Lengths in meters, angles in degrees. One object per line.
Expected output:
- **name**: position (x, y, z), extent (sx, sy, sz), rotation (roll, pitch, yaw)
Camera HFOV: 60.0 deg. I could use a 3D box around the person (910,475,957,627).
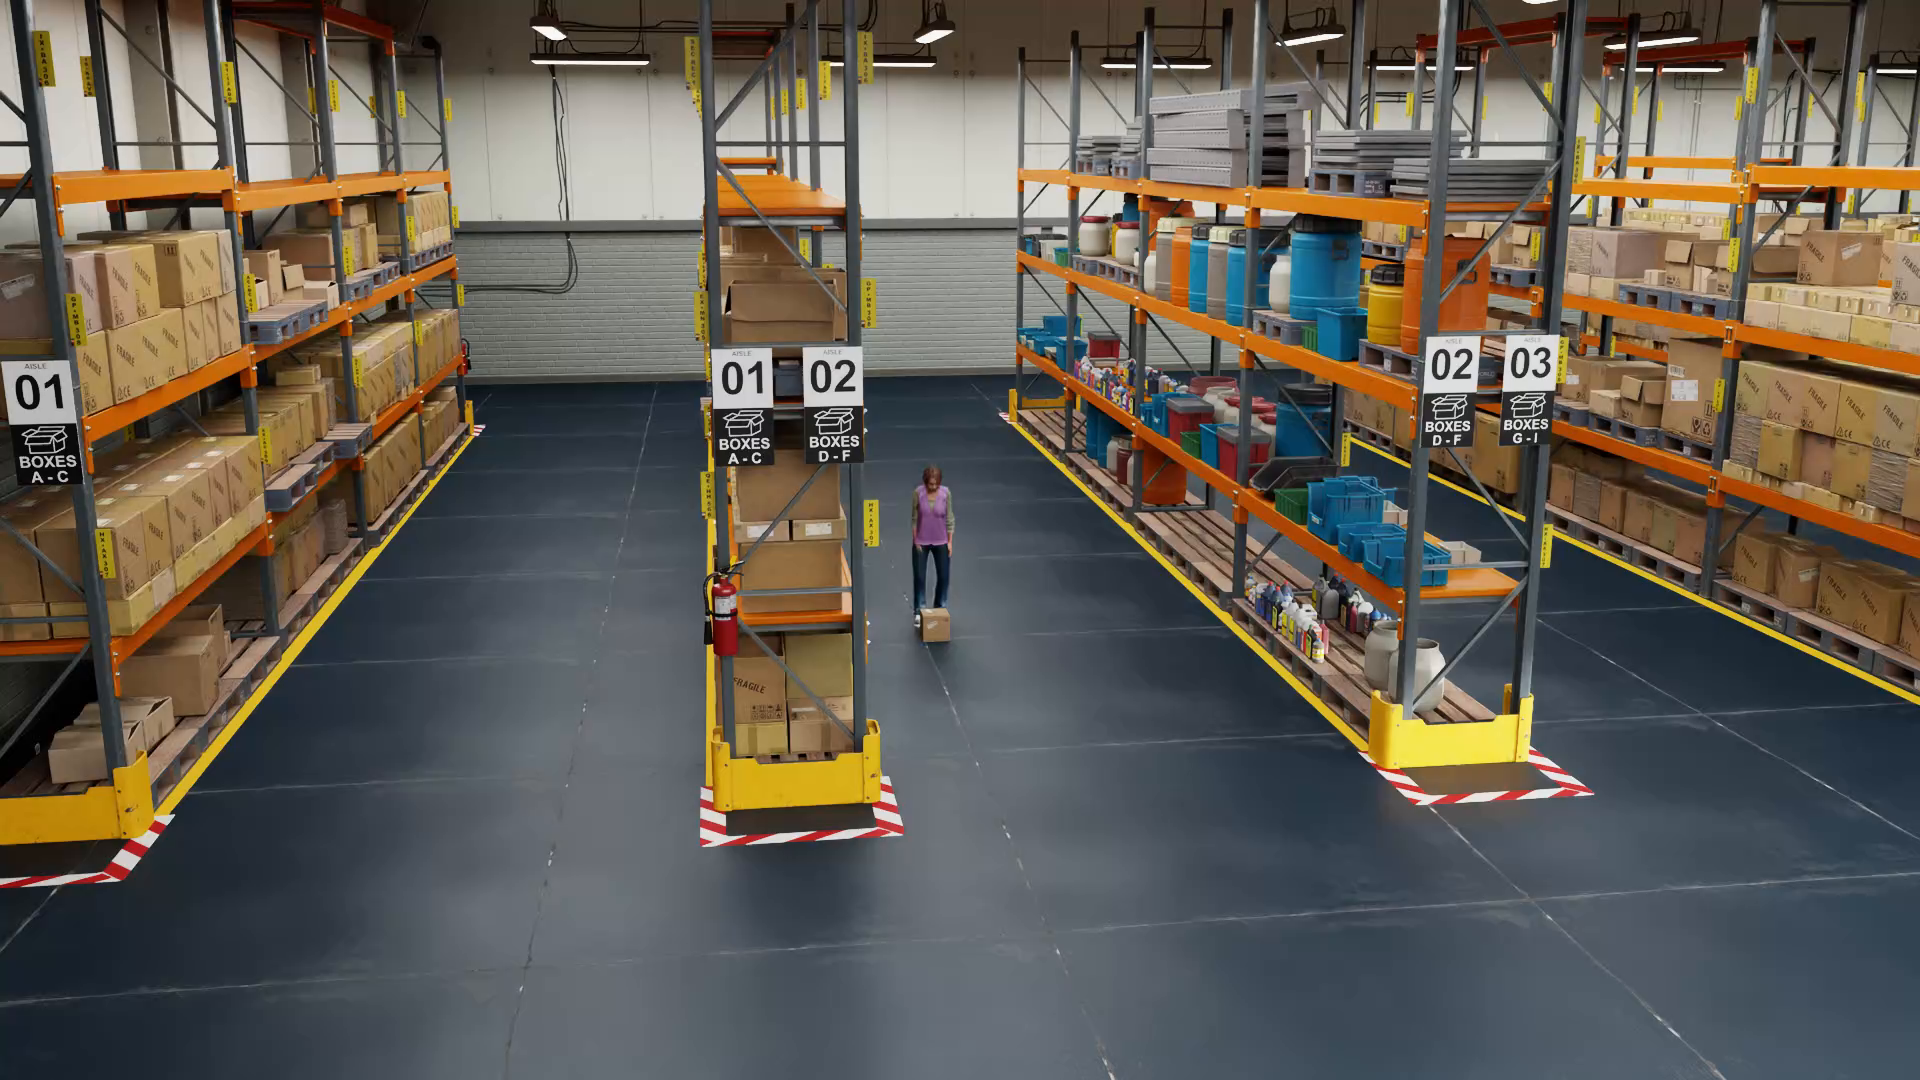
- **person**: position (-0.253, 0.090, 15.869), extent (0.444, 1.498, 0.476), rotation (-1, 13, -4)
